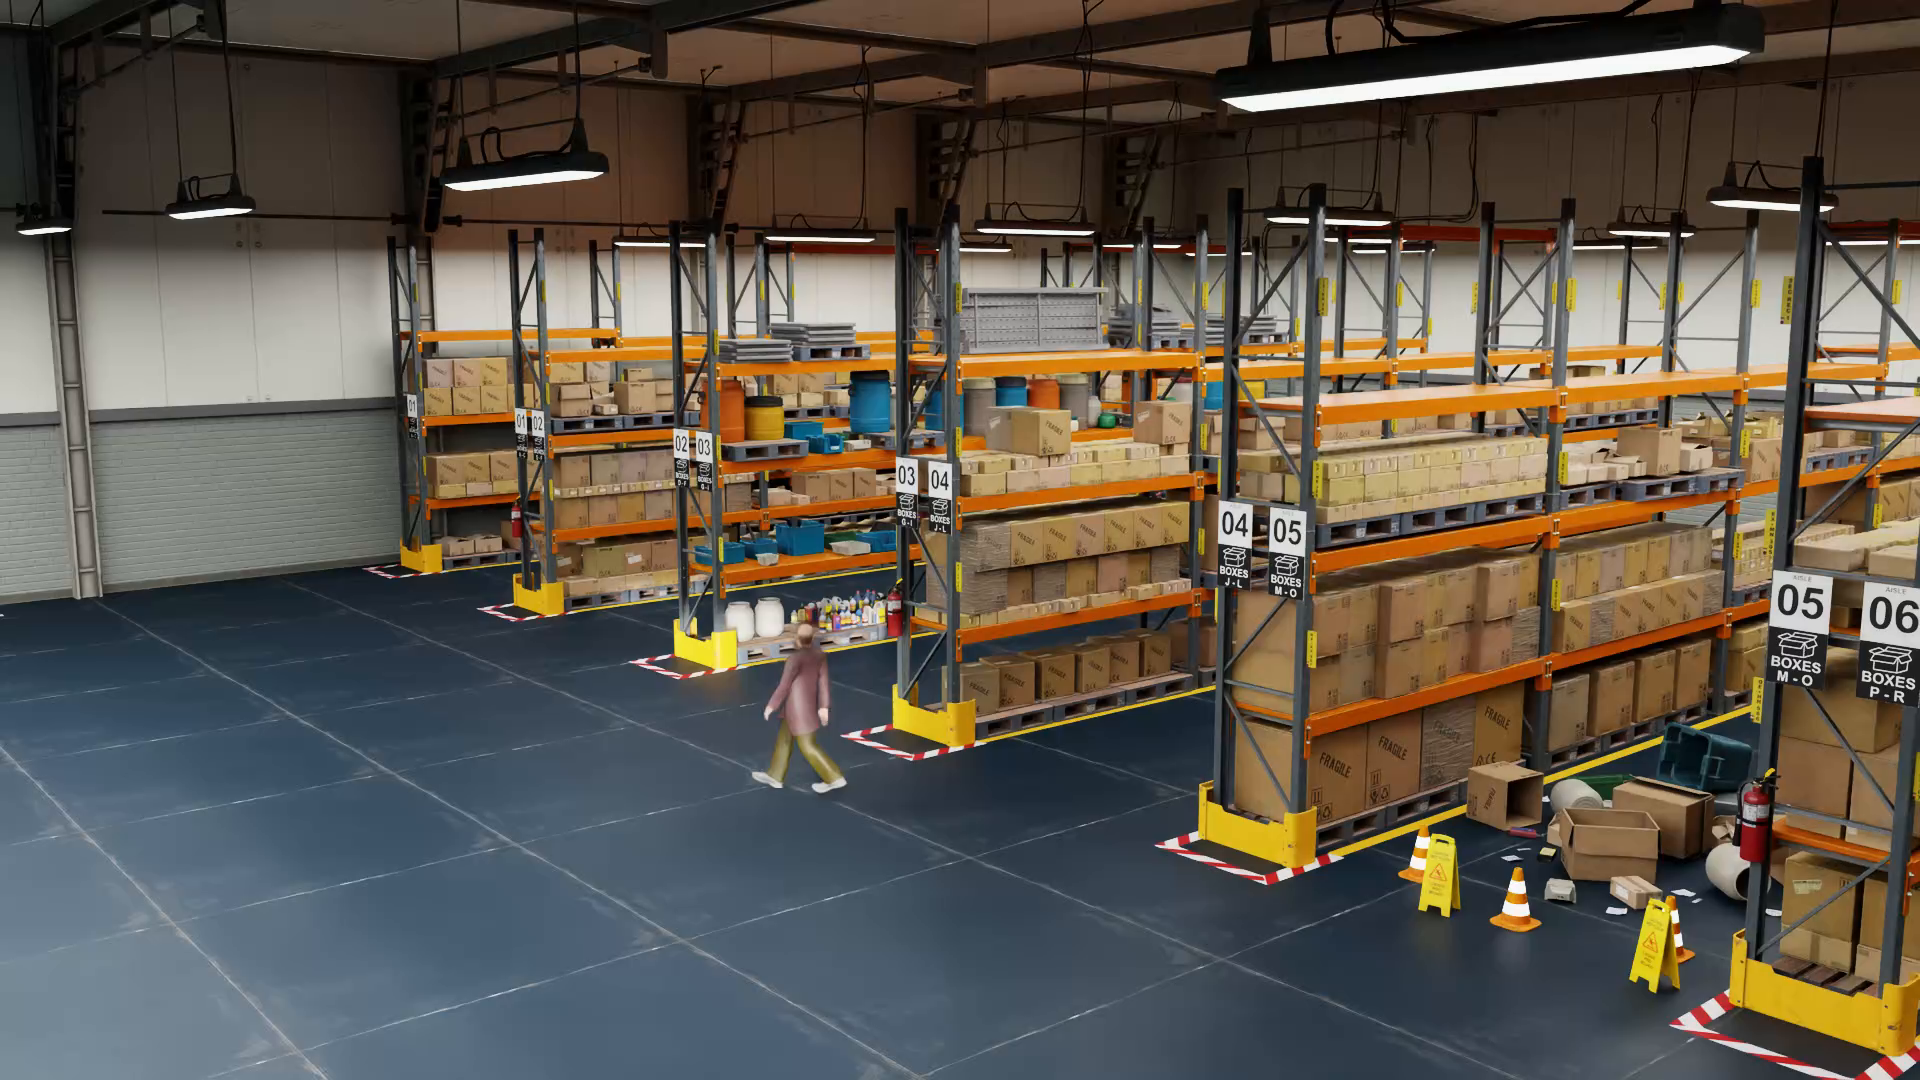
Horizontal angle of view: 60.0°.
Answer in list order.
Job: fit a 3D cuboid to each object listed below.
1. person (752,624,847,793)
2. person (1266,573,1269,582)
[{"bbox_3d":[-1.656,1.712,16.929,1.040,1.746,0.525,1,9,5],"label":"person"},{"bbox_3d":[3.729,1.228,20.210,0.545,1.747,0.553,1,9,9],"label":"person"}]
